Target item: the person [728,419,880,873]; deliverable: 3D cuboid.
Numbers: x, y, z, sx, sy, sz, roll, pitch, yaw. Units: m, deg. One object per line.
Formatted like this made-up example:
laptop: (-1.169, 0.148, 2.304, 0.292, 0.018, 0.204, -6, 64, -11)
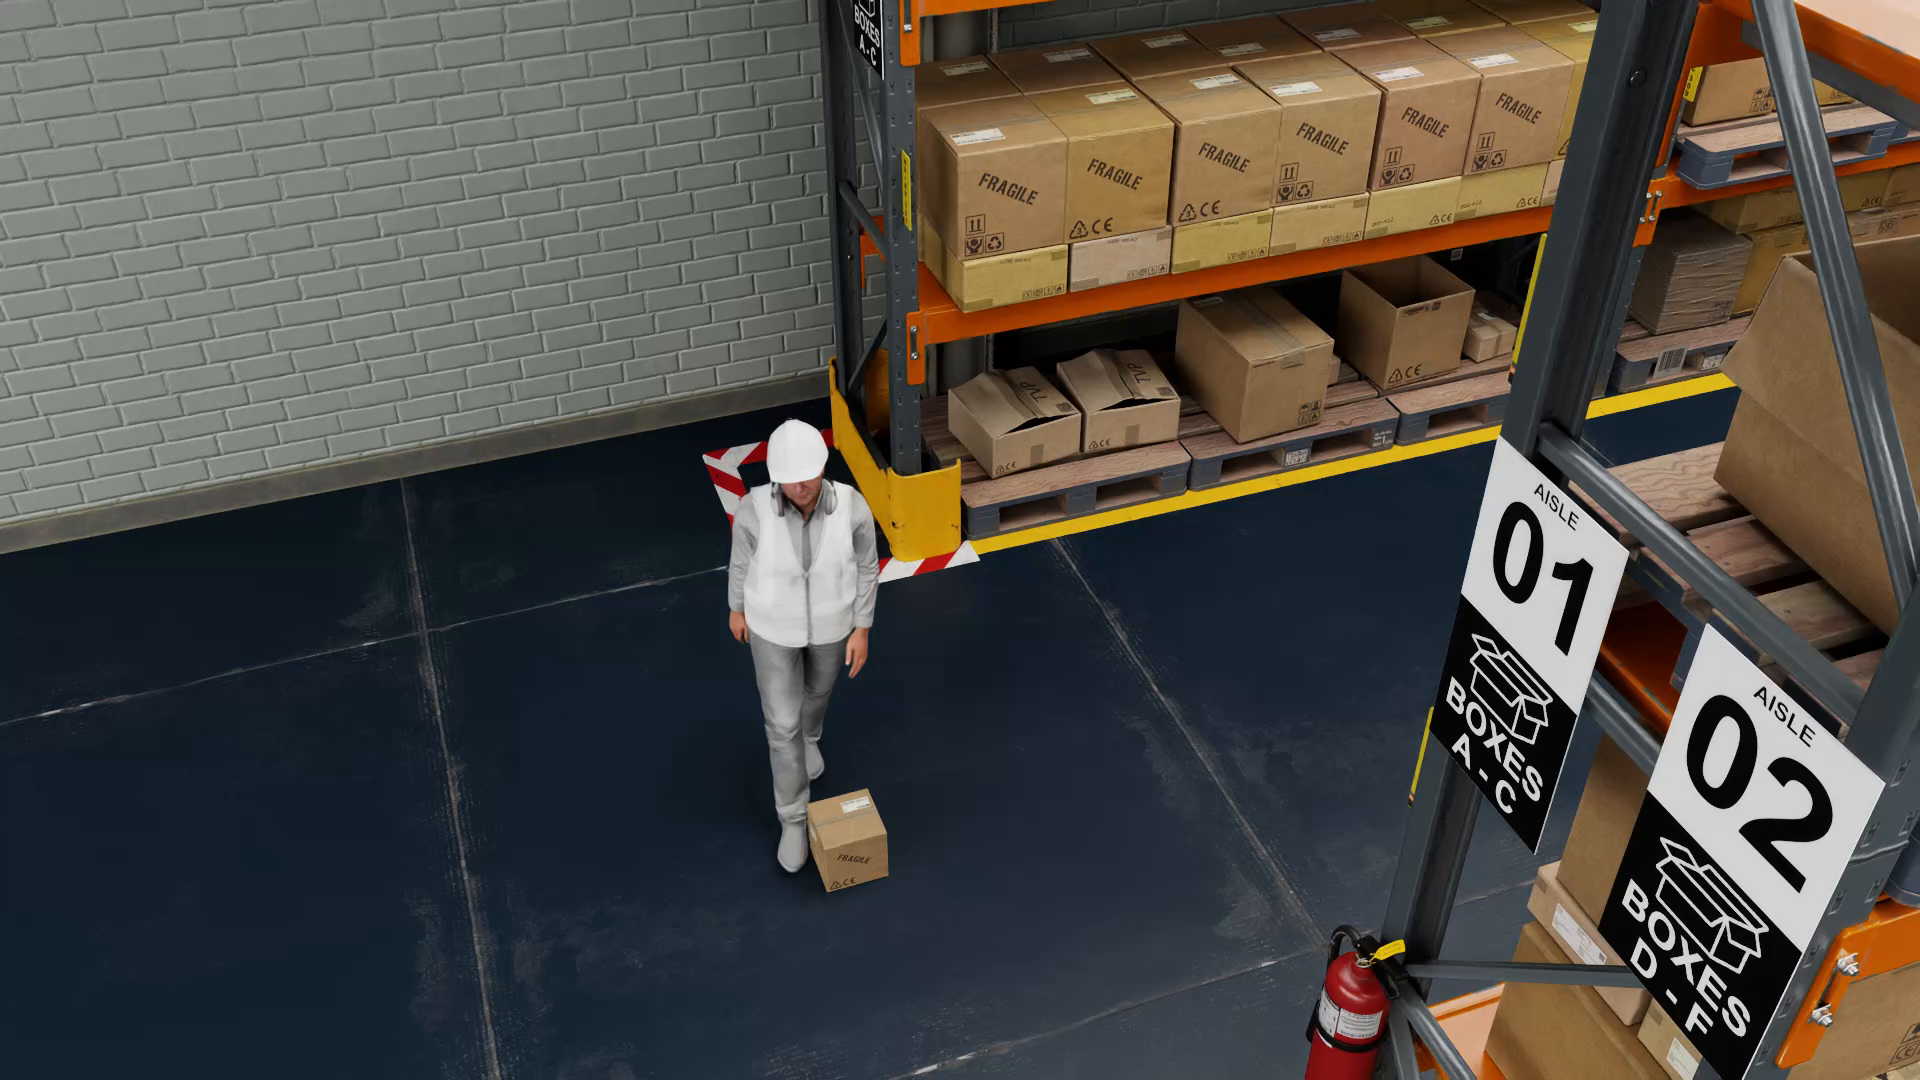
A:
person: (-0.562, 0.352, 6.275, 0.565, 1.753, 0.799, -9, 38, -12)
